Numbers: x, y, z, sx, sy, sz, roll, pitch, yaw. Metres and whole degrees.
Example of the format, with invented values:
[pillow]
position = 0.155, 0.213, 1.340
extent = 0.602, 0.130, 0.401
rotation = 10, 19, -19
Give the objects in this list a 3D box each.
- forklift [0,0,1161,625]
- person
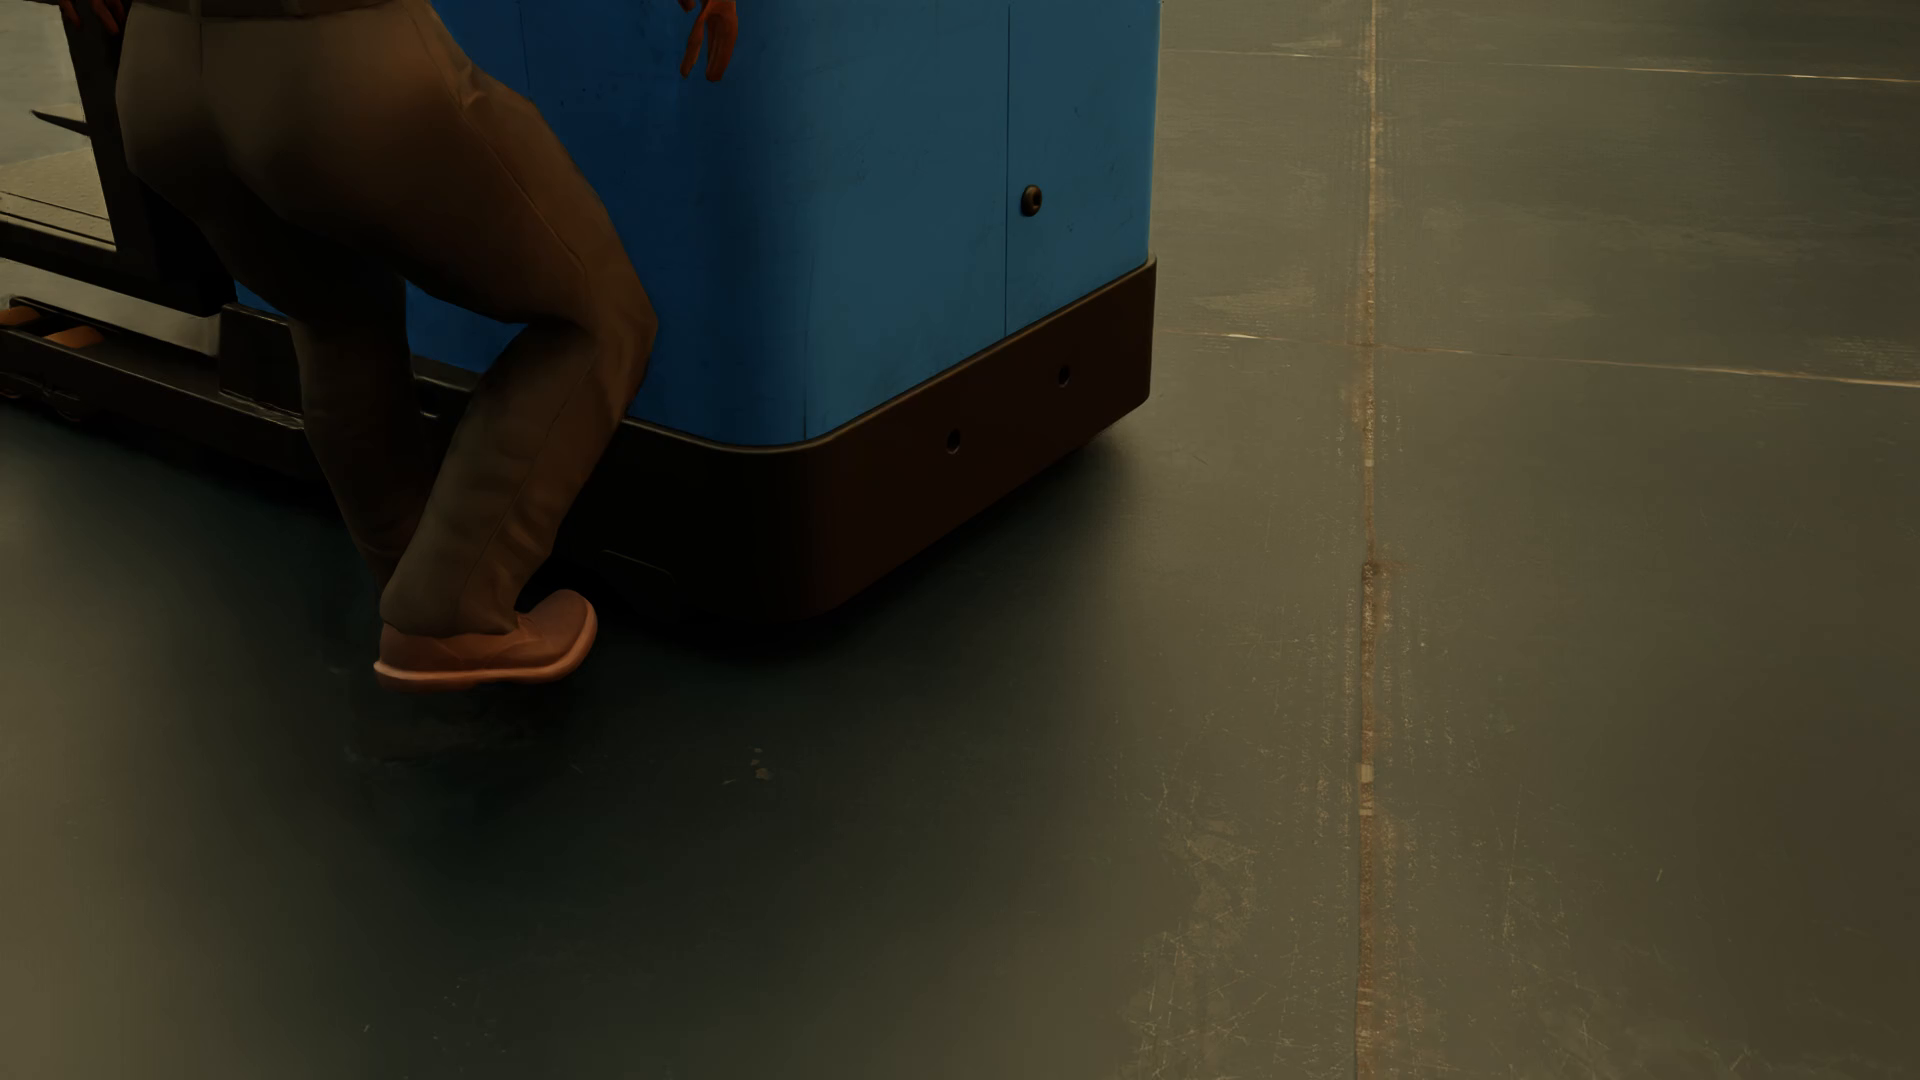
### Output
[forklift]
position = -1.187, -1.692, 2.601
extent = 3.031, 2.935, 1.130
rotation = 17, 31, 30
[person]
position = -0.609, -0.522, 1.804
extent = 0.883, 1.581, 0.620
rotation = 14, 30, 25
